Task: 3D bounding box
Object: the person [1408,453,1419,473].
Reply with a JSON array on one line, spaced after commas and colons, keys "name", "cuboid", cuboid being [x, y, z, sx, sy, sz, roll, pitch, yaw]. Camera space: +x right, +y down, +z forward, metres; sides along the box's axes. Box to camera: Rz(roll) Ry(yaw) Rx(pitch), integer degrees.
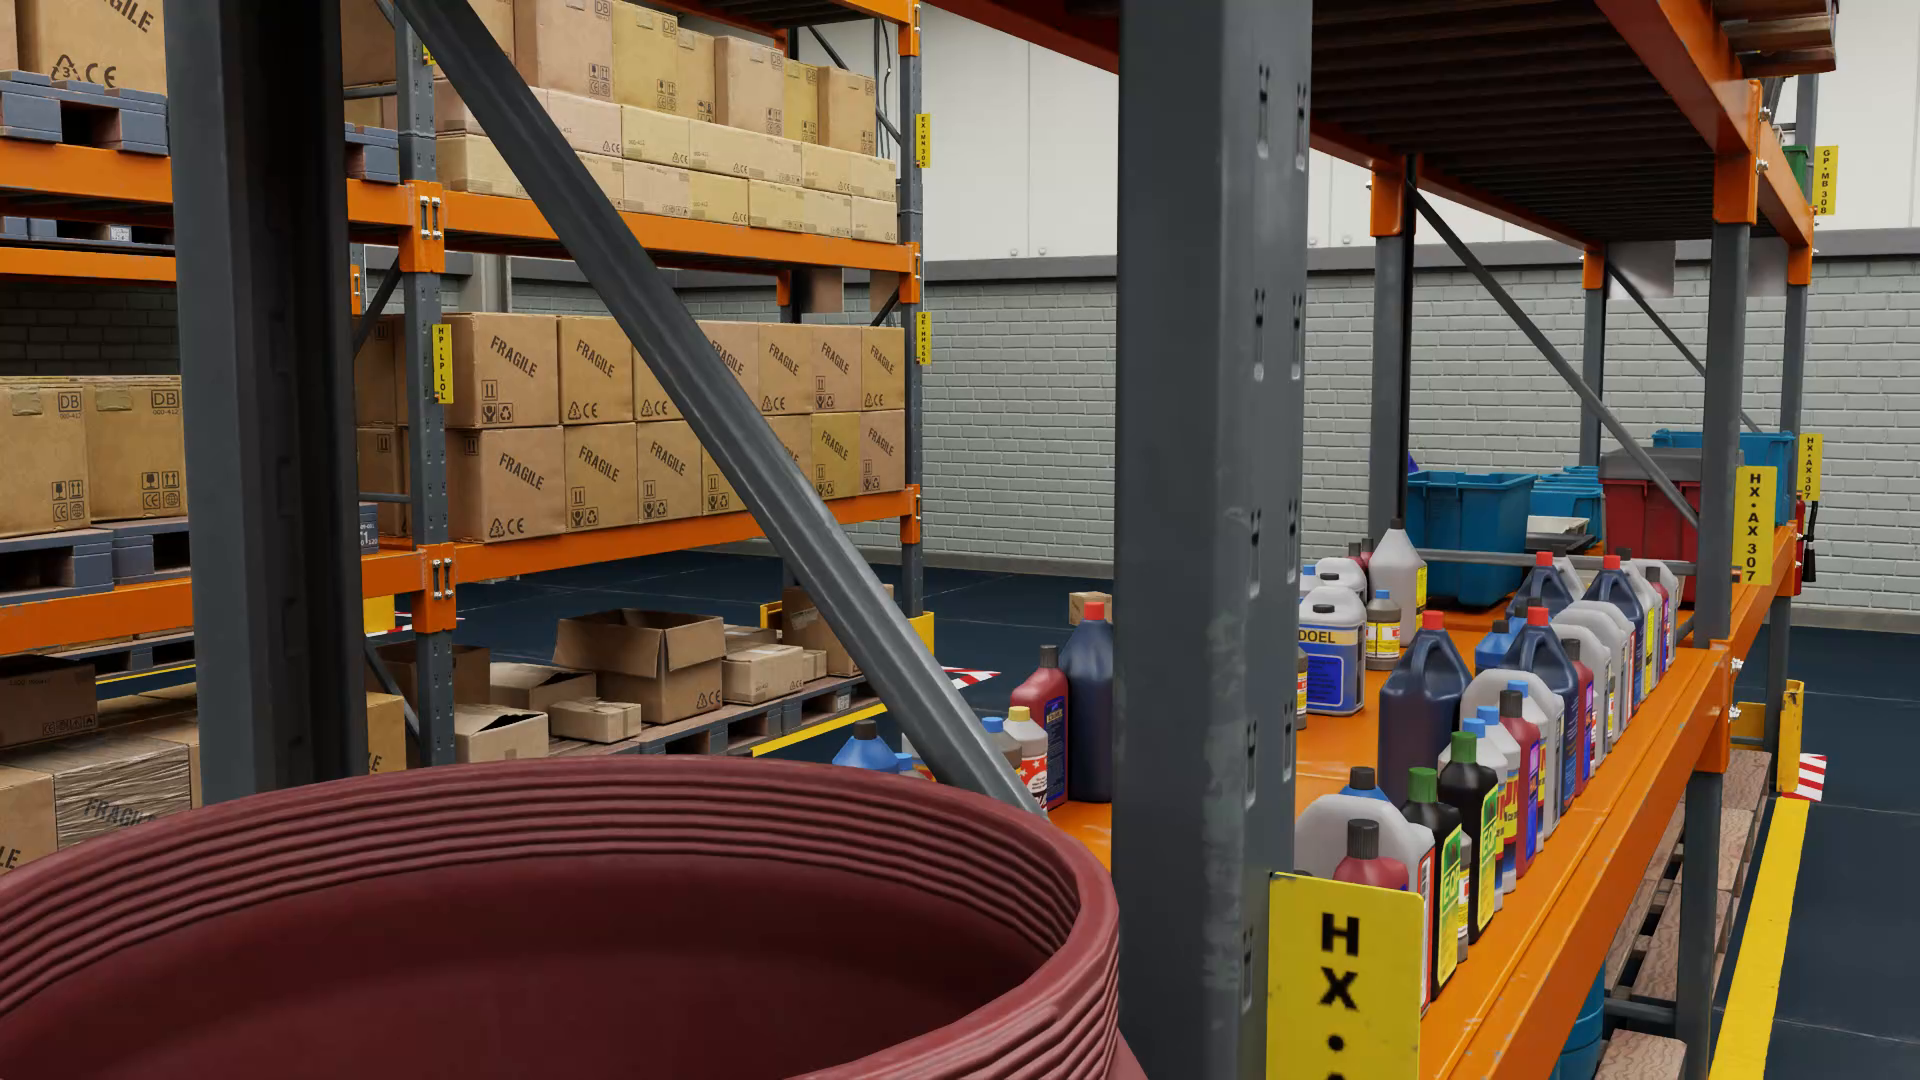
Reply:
[{"name": "person", "cuboid": [3.619, -0.186, 13.762, 0.341, 1.683, 0.433, -2, 6, -19]}]
